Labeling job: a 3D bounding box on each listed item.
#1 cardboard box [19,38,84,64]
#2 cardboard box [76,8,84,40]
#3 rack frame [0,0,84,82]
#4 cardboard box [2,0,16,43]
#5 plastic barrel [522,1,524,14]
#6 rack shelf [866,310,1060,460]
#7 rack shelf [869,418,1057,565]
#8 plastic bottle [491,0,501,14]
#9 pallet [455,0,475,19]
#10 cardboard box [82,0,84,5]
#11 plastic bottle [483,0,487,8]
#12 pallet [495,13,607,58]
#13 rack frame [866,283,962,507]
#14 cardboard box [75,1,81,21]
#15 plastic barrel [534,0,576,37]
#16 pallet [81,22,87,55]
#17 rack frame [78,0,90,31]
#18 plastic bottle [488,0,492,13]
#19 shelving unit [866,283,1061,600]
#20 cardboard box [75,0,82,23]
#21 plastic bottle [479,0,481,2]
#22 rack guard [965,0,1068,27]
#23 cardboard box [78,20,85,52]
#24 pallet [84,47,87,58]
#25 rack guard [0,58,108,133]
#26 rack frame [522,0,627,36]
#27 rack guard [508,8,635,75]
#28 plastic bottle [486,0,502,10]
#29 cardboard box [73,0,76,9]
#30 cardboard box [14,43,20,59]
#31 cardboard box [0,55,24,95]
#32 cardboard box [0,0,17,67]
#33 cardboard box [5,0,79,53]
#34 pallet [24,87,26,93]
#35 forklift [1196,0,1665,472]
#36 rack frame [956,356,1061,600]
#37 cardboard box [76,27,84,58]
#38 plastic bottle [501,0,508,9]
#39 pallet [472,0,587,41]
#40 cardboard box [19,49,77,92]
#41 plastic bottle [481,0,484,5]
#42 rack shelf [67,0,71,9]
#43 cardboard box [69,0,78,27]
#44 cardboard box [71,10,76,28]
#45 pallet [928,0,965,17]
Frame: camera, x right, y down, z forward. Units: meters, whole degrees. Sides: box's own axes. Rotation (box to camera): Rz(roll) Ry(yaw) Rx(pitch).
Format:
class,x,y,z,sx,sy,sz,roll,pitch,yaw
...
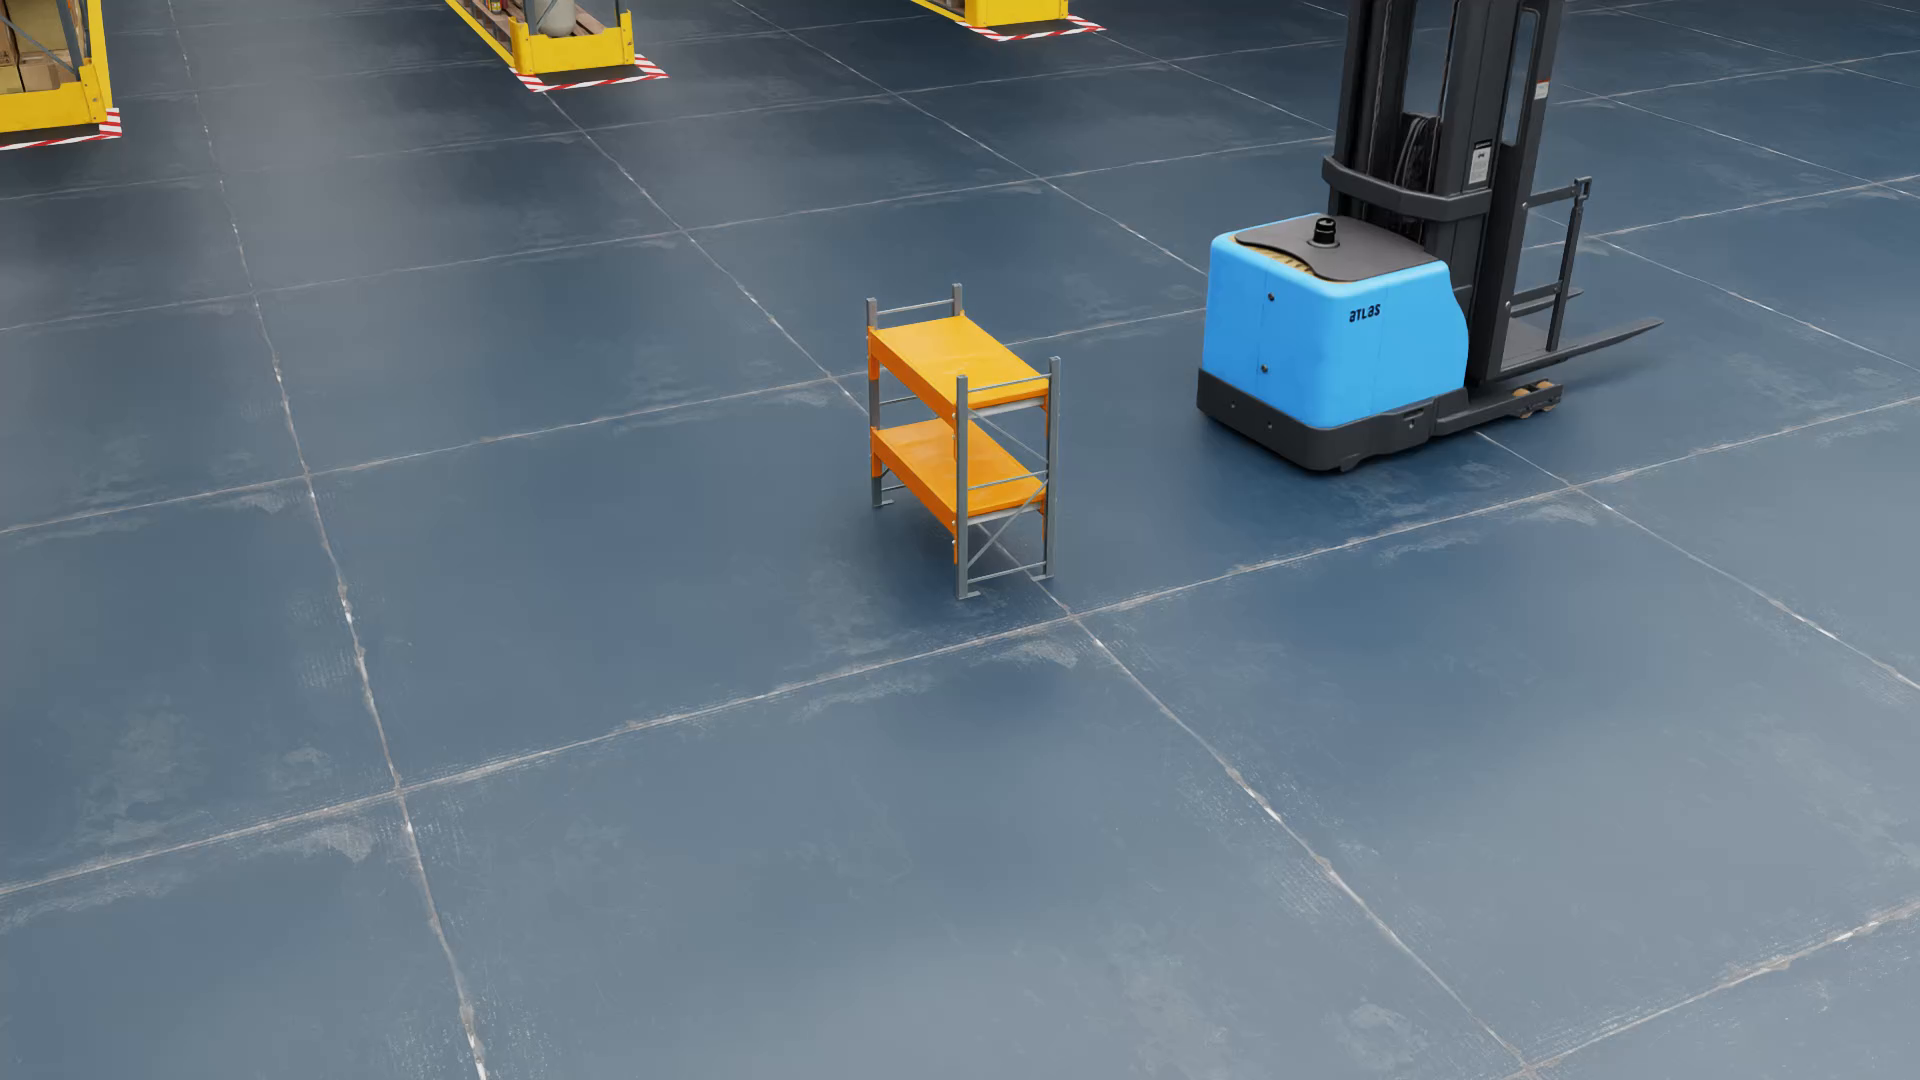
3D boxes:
class,x,y,z,sx,sy,sz,roll,pitch,yaw
cardboard box,-8.529,-4.523,15.631,0.500,0.250,0.500,-13,32,-22
cardboard box,-9.169,-5.186,16.814,0.500,0.250,0.500,-13,32,-22
rack frame,-8.282,-5.035,14.163,1.000,3.000,0.127,-13,32,-22
cardboard box,-9.223,-4.959,15.642,0.500,0.500,0.500,-13,32,-22
plastic barrel,-4.373,-5.668,17.405,0.421,0.512,0.421,0,29,0
rack shelf,-0.003,-0.749,7.837,0.538,0.278,1.000,-13,32,-22
rack shelf,-0.003,-0.280,8.100,0.538,0.278,1.000,-13,32,-22
plastic bottle,-4.991,-5.764,17.874,0.097,0.201,0.097,0,29,0
pallet,-5.273,-6.319,19.303,1.003,0.211,1.213,-13,32,-22
cardboard box,-9.948,-6.016,18.294,0.500,0.250,0.500,-14,32,-23
plastic bottle,-5.134,-5.975,18.174,0.152,0.276,0.135,-14,32,-23
pallet,-4.225,-5.241,17.381,1.003,0.211,1.213,-13,32,-22
rack frame,-0.221,-0.718,8.381,0.500,1.125,0.032,-13,32,-22
cardboard box,-9.397,-5.404,17.203,0.500,0.250,0.500,-13,32,-22
plastic barrel,-4.158,-5.446,17.010,0.421,0.512,0.421,0,29,0
pallet,-9.695,-5.226,17.354,1.003,0.211,1.213,-13,32,-22
rack frame,-9.999,-6.802,17.314,1.000,3.000,0.127,-13,32,-22
plastic bottle,-5.057,-5.848,17.939,0.061,0.283,0.133,-12,32,-21
shelving unit,-0.003,-0.494,7.980,0.538,1.125,1.048,-13,32,-22
cardboard box,-9.602,-5.627,17.600,0.500,0.250,0.500,-13,32,-22
plastic bottle,-5.288,-6.162,18.431,0.144,0.351,0.185,-13,32,-22
rack guard,0.634,-6.057,18.540,1.175,0.500,0.348,-13,32,-22
cardboard box,-8.953,-4.966,16.421,0.500,0.250,0.500,-13,32,-22
pallet,-9.168,-4.686,16.391,1.003,0.211,1.213,-13,32,-22
rack guard,-8.271,-3.934,14.755,1.175,0.500,0.348,-13,32,-22
rack frame,-3.806,-6.074,16.015,1.000,3.000,0.127,-13,32,-22
rack guard,-3.881,-5.007,16.668,1.175,0.500,0.348,-13,32,-22
plastic bottle,-5.074,-5.914,18.065,0.152,0.276,0.135,-13,32,-22
cardboard box,-9.180,-5.511,16.626,0.500,0.500,0.500,-13,32,-22
cardboard box,-9.004,-4.412,15.434,0.500,0.250,0.500,-13,32,-22
cardboard box,-8.779,-4.194,15.044,0.500,0.250,0.500,-13,32,-22
cardboard box,-8.781,-4.521,14.860,0.500,0.500,0.500,-13,32,-22
cardboard box,-8.527,-4.850,15.448,0.500,0.500,0.500,-13,32,-22
pallet,-8.648,-4.148,15.432,1.003,0.211,1.213,-13,32,-22
forklift,2.864,-2.172,9.127,3.031,2.935,1.130,-17,34,-28
rack frame,0.215,-0.269,7.580,0.500,1.125,0.032,-13,32,-22
cardboard box,-8.743,-4.744,16.025,0.500,0.250,0.500,-13,32,-22
plastic bottle,-4.978,-5.940,18.103,0.061,0.283,0.133,-13,32,-22
pallet,-4.745,-5.779,18.341,1.003,0.211,1.213,-13,32,-22
cardboard box,-8.311,-4.303,15.238,0.500,0.250,0.500,-13,32,-22
plastic bottle,-5.208,-6.080,18.285,0.144,0.351,0.185,-12,31,-20
rack shelf,-9.140,-5.605,15.914,1.077,0.370,4.000,-13,32,-22
cardboard box,-8.952,-5.293,16.238,0.500,0.500,0.500,-13,32,-22
cardboard box,-8.754,-5.068,15.837,0.500,0.500,0.500,-13,32,-22
pallet,0.318,-6.297,19.264,1.003,0.211,1.213,-13,32,-22
